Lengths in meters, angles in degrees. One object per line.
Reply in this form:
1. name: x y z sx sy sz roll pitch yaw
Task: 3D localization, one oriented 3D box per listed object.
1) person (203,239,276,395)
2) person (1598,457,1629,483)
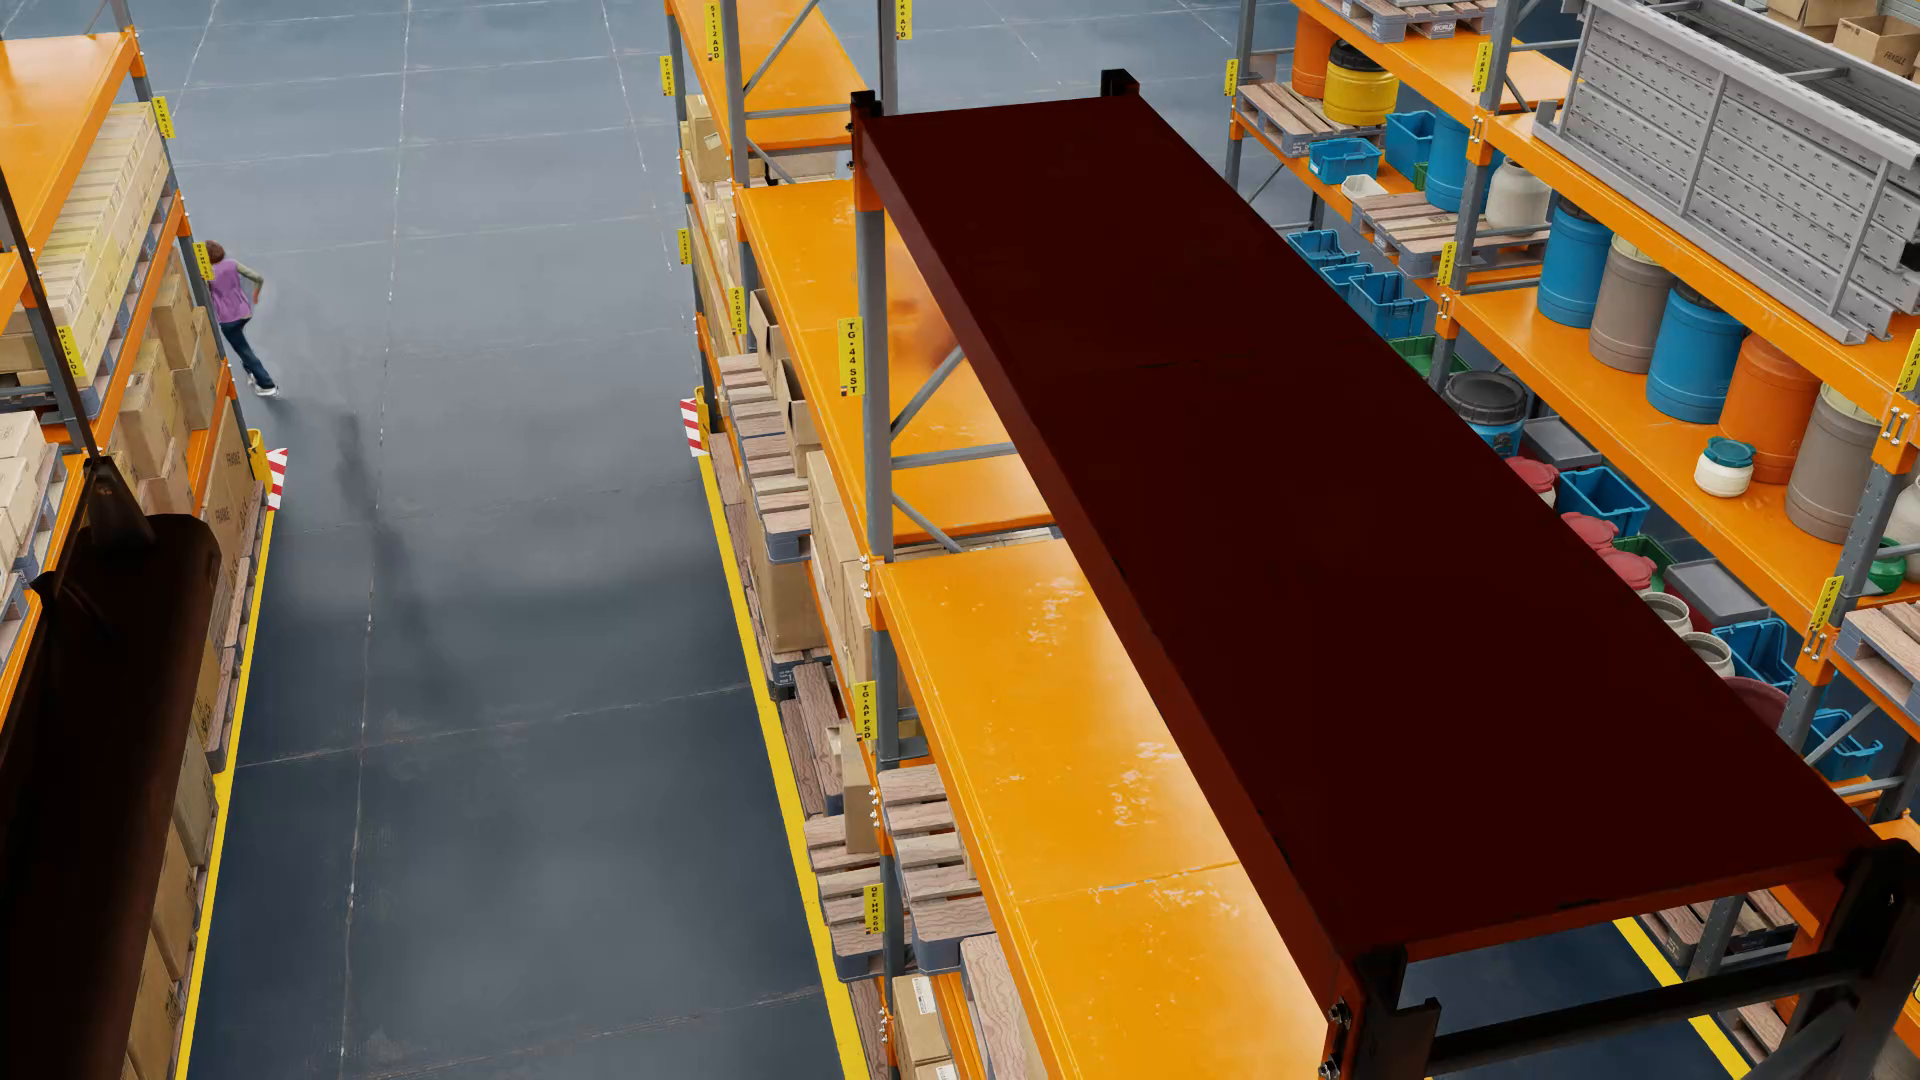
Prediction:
1. person: -6.872 -2.097 15.744 0.667 1.626 0.517 19 39 26
2. person: 5.506 -0.680 13.626 0.613 1.647 0.579 -10 36 -14
